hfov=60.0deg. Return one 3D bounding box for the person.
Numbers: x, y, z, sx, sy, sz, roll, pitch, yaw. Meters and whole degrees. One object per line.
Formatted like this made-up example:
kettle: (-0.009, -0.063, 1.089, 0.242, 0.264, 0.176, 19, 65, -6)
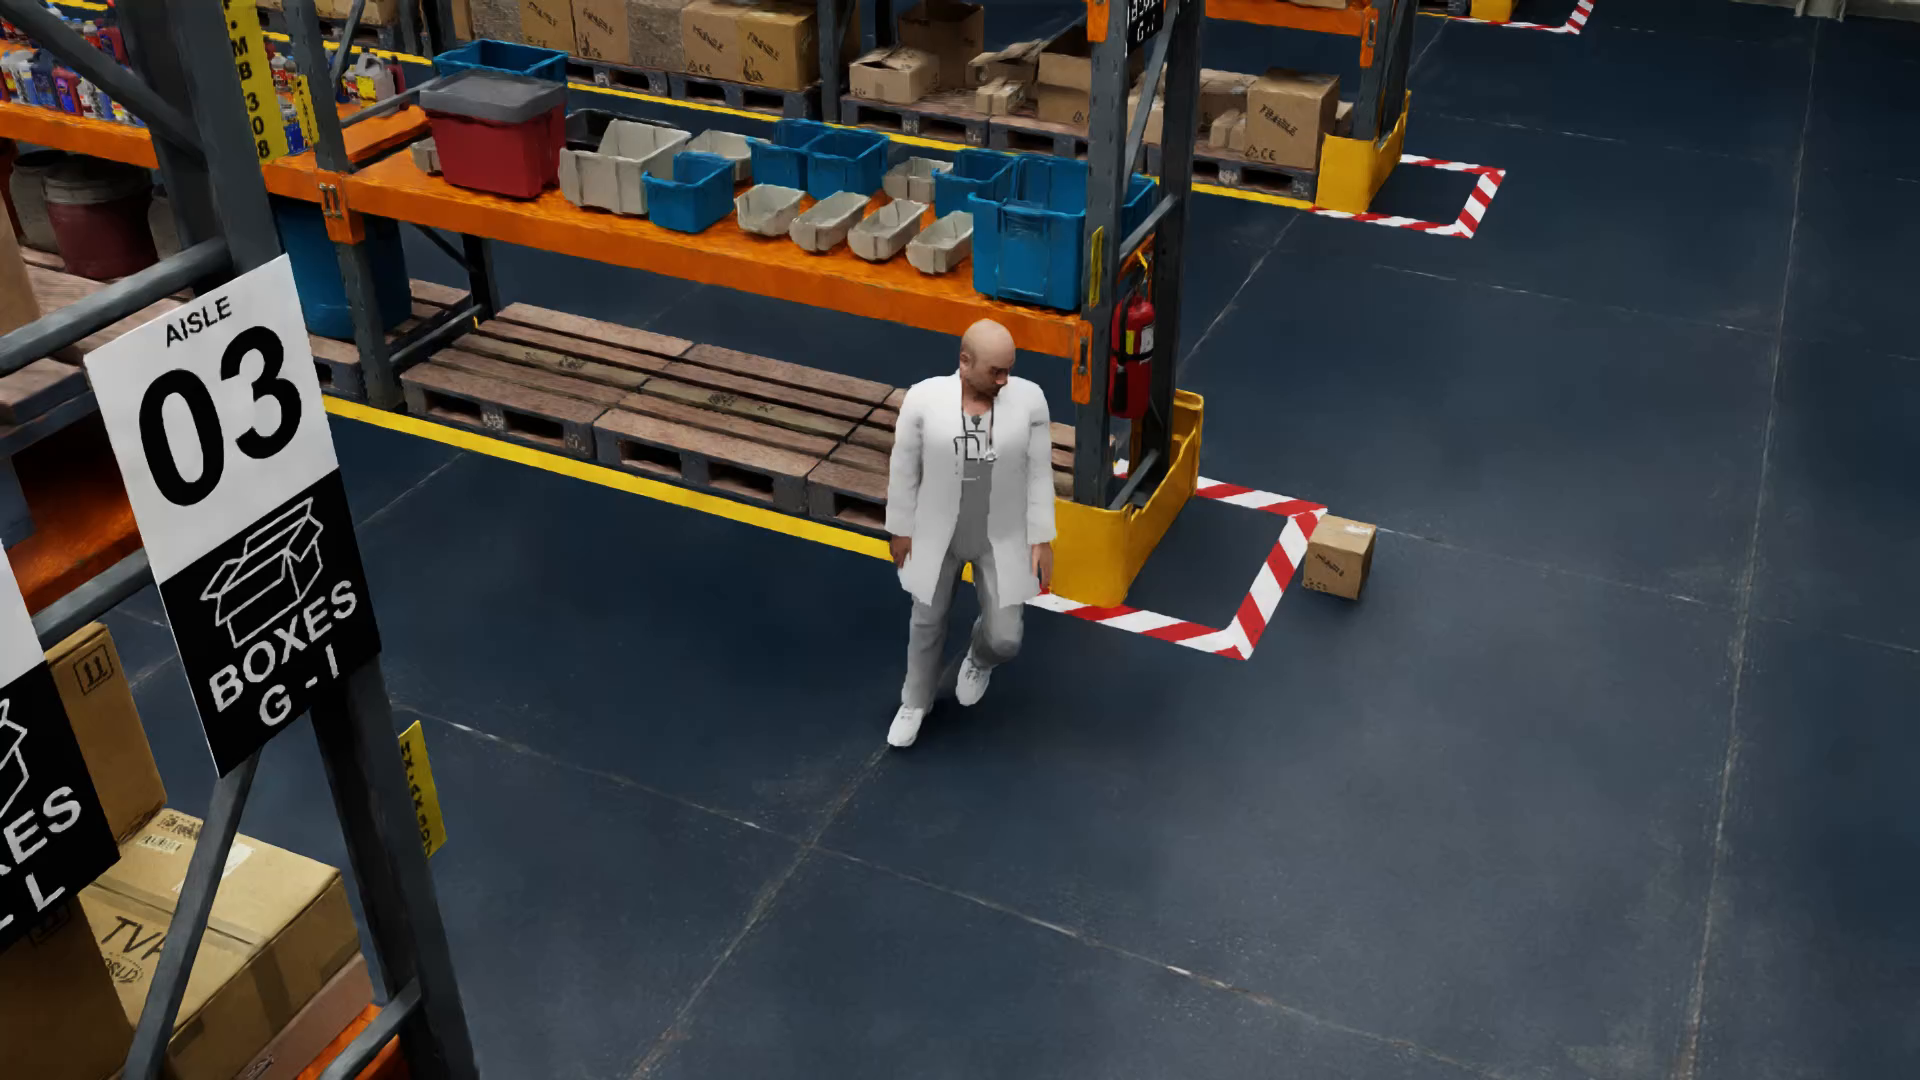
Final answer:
person: (0.040, -0.039, 6.196, 0.640, 1.761, 0.555, 1, 33, 2)
